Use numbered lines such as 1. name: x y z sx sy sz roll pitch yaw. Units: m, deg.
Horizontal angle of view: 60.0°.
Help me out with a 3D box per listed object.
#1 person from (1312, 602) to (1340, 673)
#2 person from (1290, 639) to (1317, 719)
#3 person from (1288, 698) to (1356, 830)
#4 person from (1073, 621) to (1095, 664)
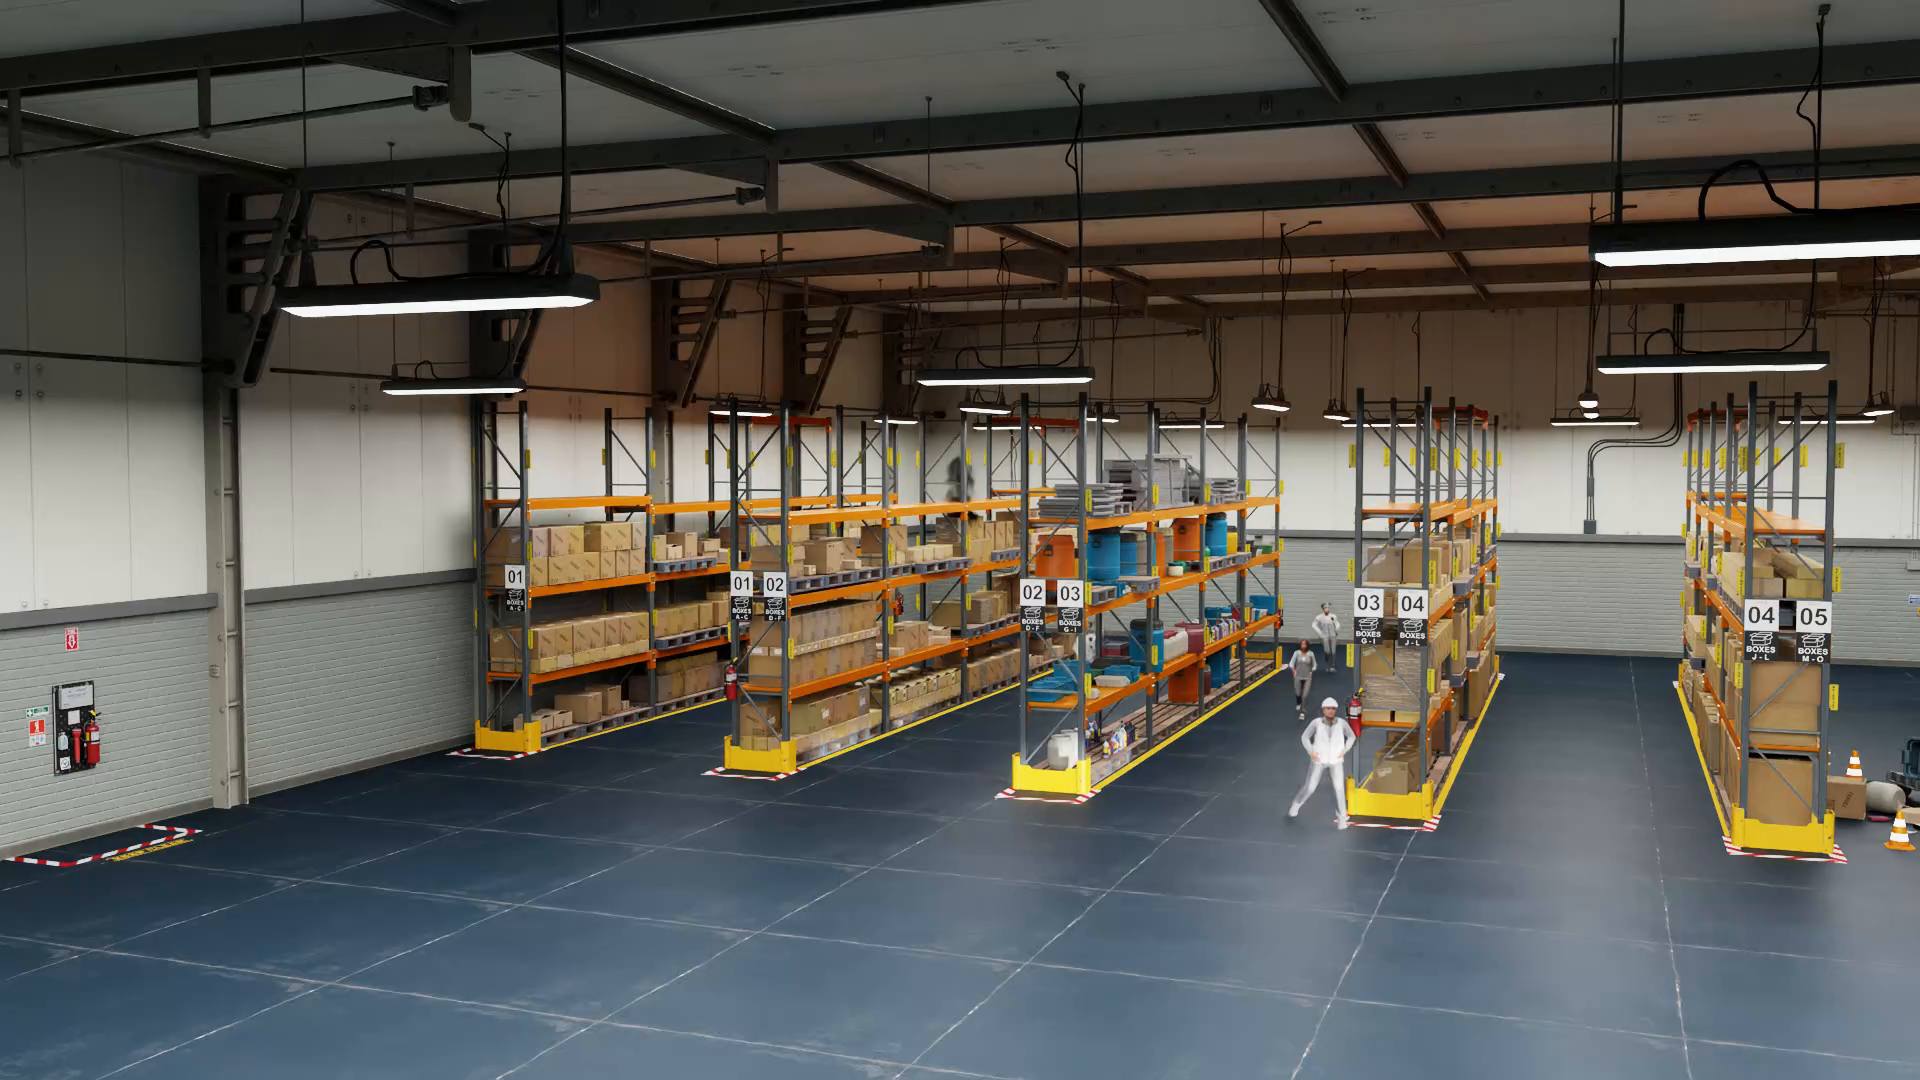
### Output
1. person: 8.596 2.280 38.873 0.620 1.664 0.610 0 3 -3
2. person: 6.587 2.669 31.930 0.516 1.554 0.529 1 3 12
3. person: 4.987 3.037 22.817 0.888 1.773 0.739 0 3 3
4. person: 2.631 2.498 34.628 0.612 1.658 0.548 1 3 18
